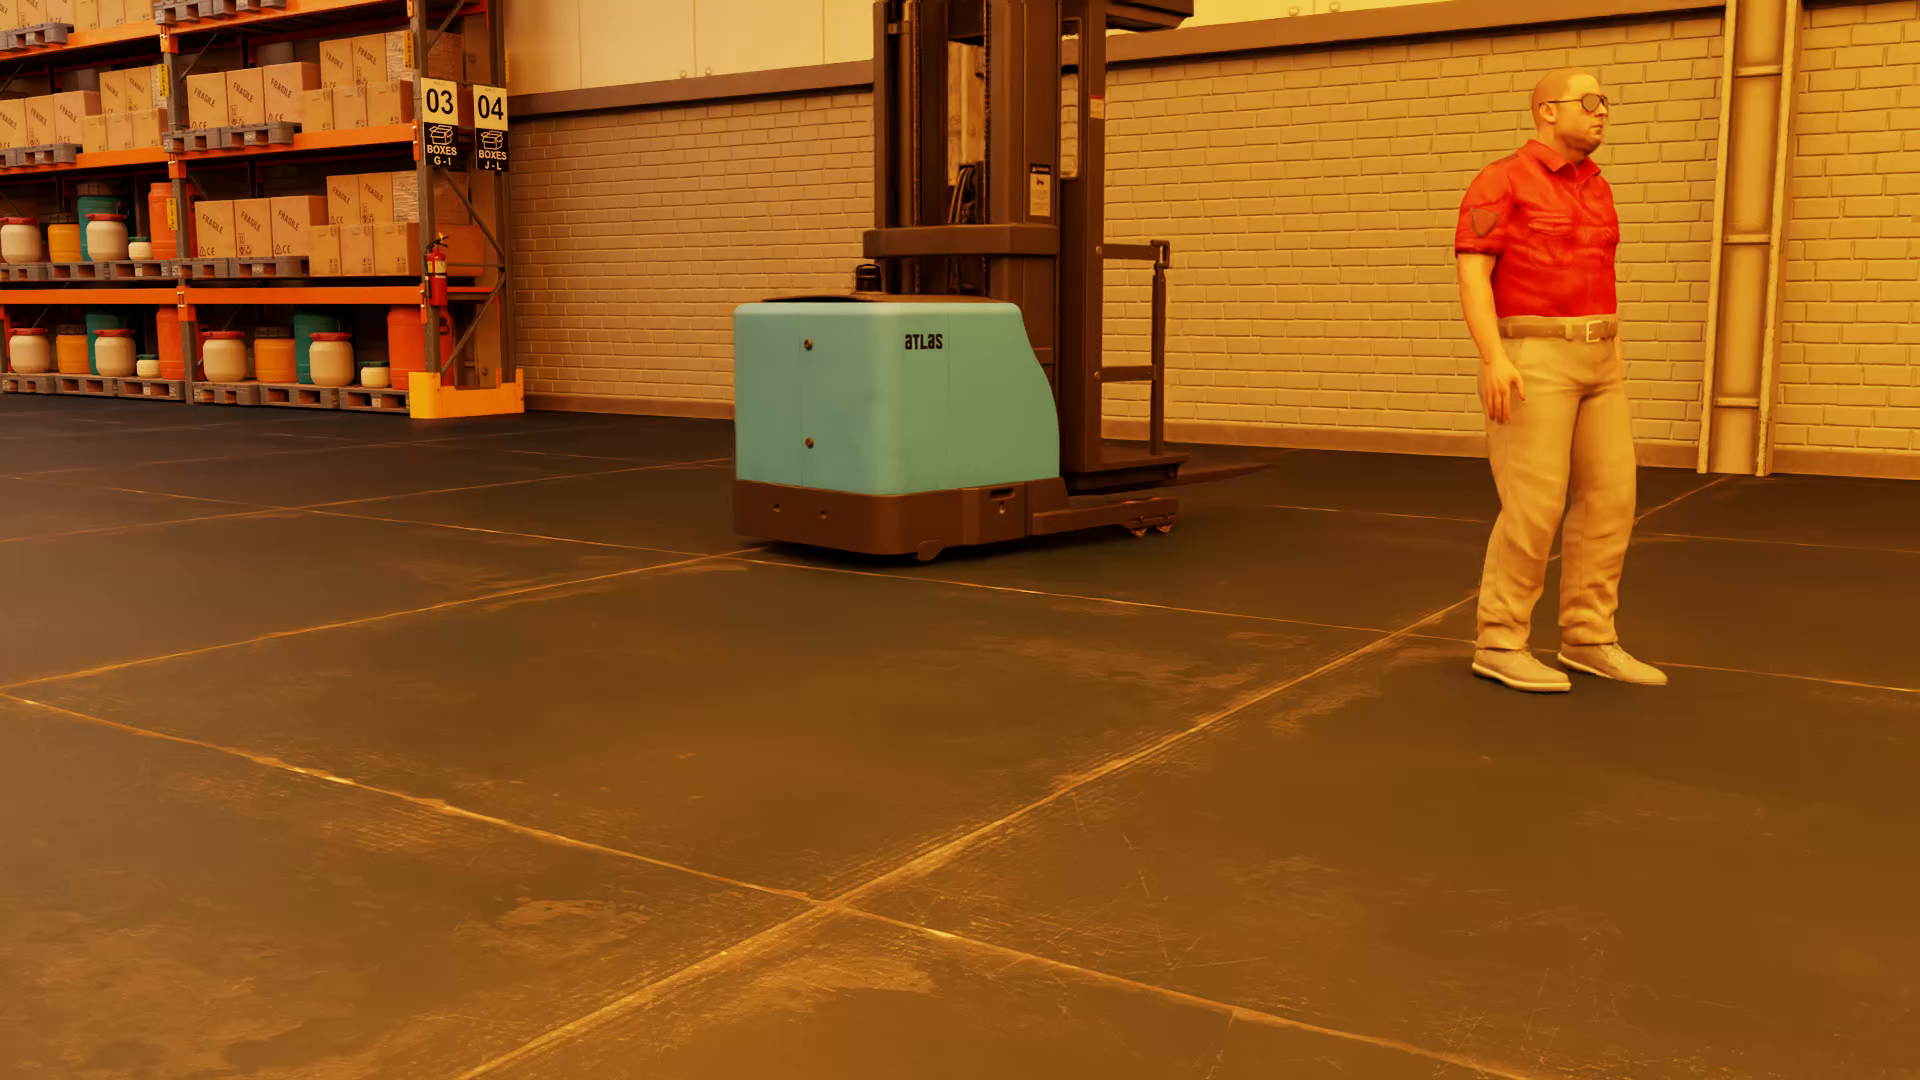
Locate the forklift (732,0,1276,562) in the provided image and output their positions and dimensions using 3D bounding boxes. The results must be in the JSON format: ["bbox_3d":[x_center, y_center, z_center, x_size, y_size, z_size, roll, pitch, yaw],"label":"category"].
[{"bbox_3d":[0.390,-1.516,7.853,1.130,2.935,3.031,8,11,44],"label":"forklift"}]

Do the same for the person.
[{"bbox_3d":[1.731,-0.448,4.711,0.622,1.750,0.472,-5,9,-29],"label":"person"}]
